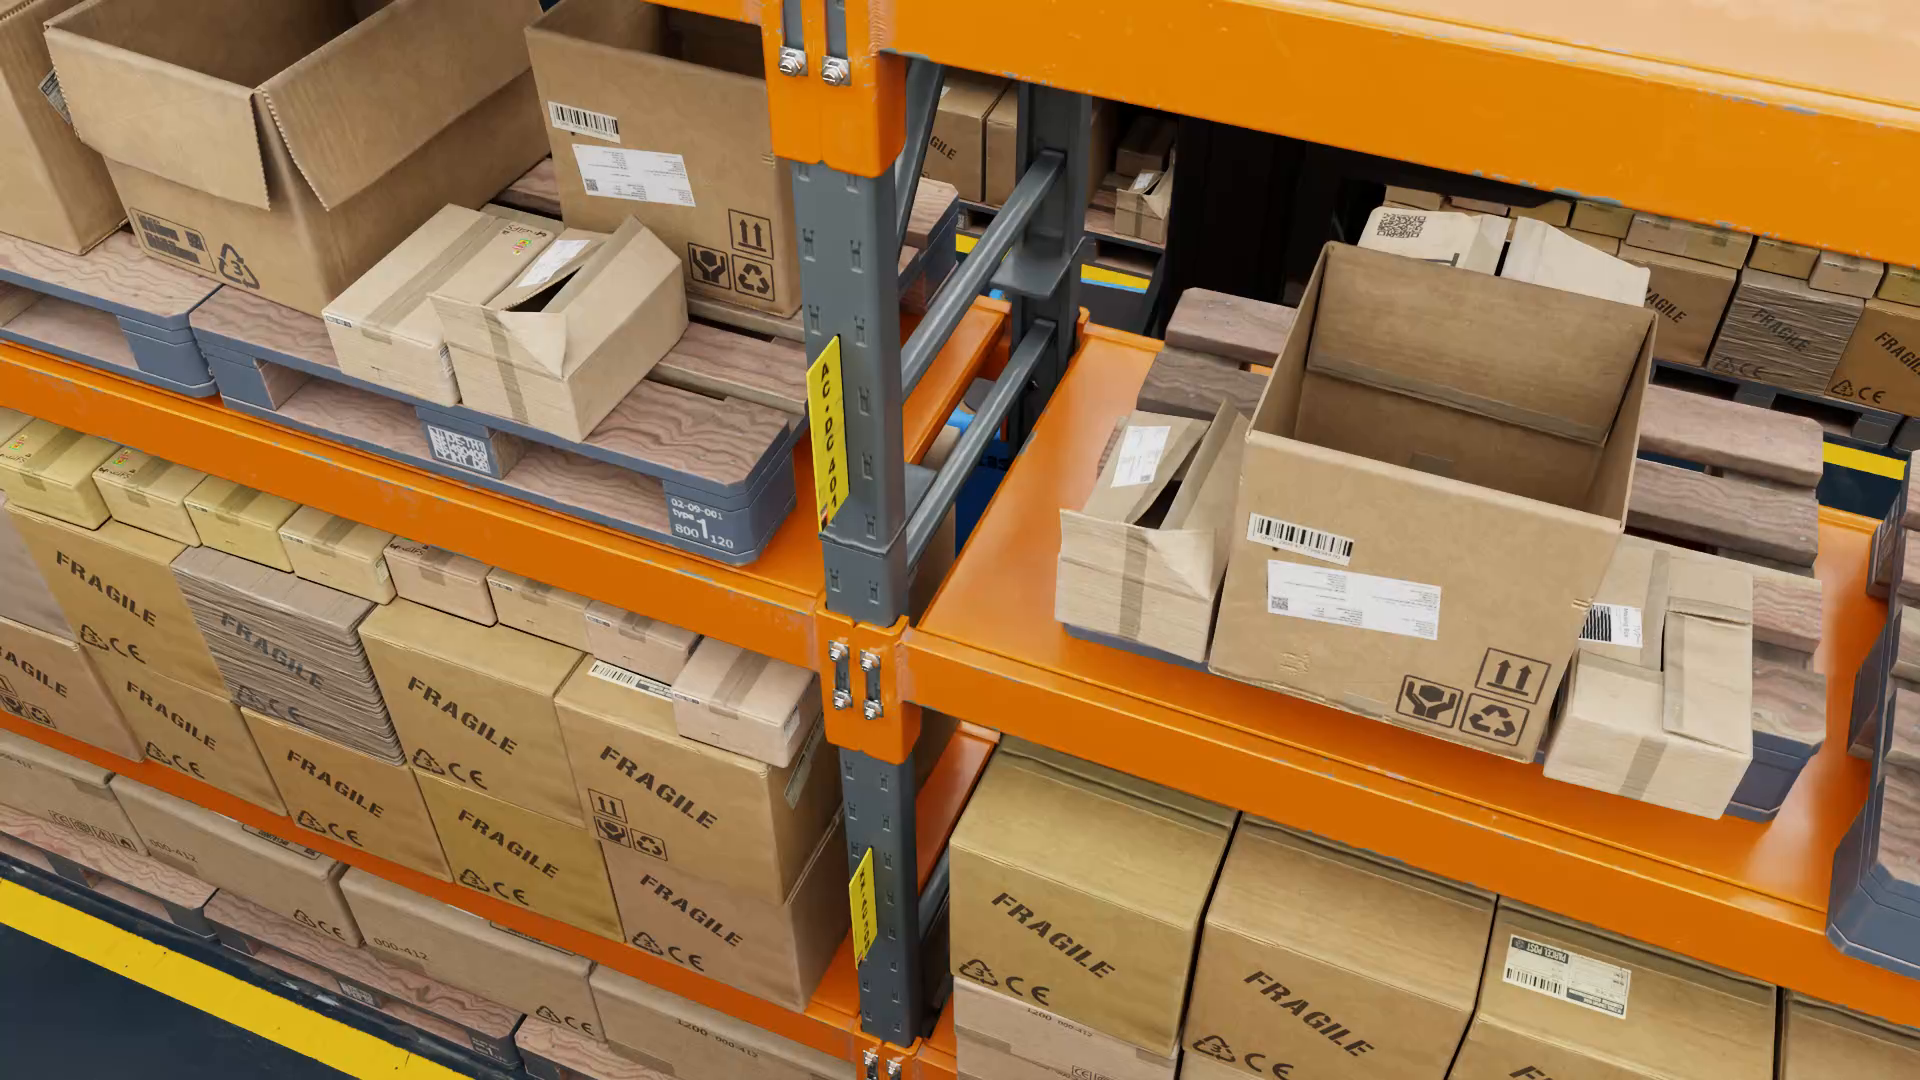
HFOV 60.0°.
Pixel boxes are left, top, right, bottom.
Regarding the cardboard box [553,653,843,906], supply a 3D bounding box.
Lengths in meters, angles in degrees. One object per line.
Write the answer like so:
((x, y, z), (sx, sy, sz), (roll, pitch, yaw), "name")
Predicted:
((-0.533, 0.416, 3.765), (0.500, 0.500, 0.500), (16, 47, 16), "cardboard box")

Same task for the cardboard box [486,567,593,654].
((-0.826, 0.041, 3.681), (0.250, 0.149, 0.380), (16, 47, 16), "cardboard box")

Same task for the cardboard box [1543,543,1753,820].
((1.042, 0.196, 2.507), (0.250, 0.166, 0.380), (13, 46, 13), "cardboard box")

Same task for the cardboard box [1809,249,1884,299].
((3.842, -1.232, 7.216), (0.250, 0.149, 0.380), (14, 47, 14), "cardboard box")

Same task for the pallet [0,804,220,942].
((-2.915, 0.822, 6.113), (1.213, 0.211, 1.003), (16, 47, 16), "pallet")

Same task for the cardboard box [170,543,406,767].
((-1.471, 0.140, 4.041), (0.500, 0.500, 0.500), (17, 47, 16), "cardboard box")

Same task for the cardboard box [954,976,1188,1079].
((0.307, 0.933, 3.777), (0.500, 0.250, 0.500), (15, 47, 15), "cardboard box")

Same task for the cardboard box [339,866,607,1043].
((-1.356, 1.030, 5.446), (0.875, 0.438, 0.875), (15, 47, 15), "cardboard box")

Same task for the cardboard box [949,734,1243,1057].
((0.304, 0.671, 3.509), (0.500, 0.500, 0.500), (17, 47, 16), "cardboard box")

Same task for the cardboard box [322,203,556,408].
((-0.948, -0.442, 3.089), (0.250, 0.149, 0.380), (17, 47, 17), "cardboard box")

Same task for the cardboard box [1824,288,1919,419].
((4.193, -0.913, 7.354), (0.500, 0.500, 0.500), (18, 48, 18), "cardboard box")

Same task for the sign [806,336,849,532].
((-0.203, -0.159, 2.573), (0.005, 0.325, 0.100), (16, 47, 16), "sign")

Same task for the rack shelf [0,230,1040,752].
((-1.837, -0.598, 3.946), (4.000, 0.370, 1.077), (16, 47, 16), "rack shelf")

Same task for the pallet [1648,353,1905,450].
((3.812, -0.963, 7.908), (1.213, 0.211, 1.003), (16, 47, 16), "pallet")

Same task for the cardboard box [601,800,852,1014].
((-0.517, 0.759, 4.129), (0.500, 0.500, 0.500), (17, 47, 16), "cardboard box")

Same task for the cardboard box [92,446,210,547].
((-1.786, -0.188, 3.911), (0.250, 0.149, 0.380), (16, 47, 16), "cardboard box")

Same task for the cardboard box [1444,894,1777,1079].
((1.247, 0.928, 3.249), (0.500, 0.500, 0.500), (15, 47, 15), "cardboard box")

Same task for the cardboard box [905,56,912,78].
((-0.473, -2.342, 8.791), (0.500, 0.500, 0.700), (18, 48, 17), "cardboard box")

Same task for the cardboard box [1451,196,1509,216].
((2.431, -1.676, 7.661), (0.250, 0.149, 0.380), (15, 47, 15), "cardboard box")

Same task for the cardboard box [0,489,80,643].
((-2.392, -0.136, 4.319), (0.500, 0.500, 0.500), (16, 47, 16), "cardboard box")

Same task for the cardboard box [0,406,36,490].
((-2.270, -0.314, 4.038), (0.250, 0.149, 0.380), (17, 47, 16), "cardboard box")

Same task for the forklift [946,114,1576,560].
((1.456, -0.755, 5.770), (3.031, 2.935, 1.130), (12, 46, 12), "forklift")

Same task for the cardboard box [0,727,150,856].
((-3.035, 0.541, 5.937), (0.875, 0.438, 0.875), (15, 47, 15), "cardboard box")

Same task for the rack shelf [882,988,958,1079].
((1.855, 1.552, 3.913), (4.000, 0.370, 1.077), (16, 47, 16), "rack shelf")

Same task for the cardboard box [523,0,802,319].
((-0.453, -0.826, 3.226), (0.500, 0.500, 0.500), (17, 47, 17), "cardboard box")

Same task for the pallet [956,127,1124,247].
((0.153, -2.007, 8.957), (1.213, 0.211, 1.003), (16, 47, 16), "pallet")

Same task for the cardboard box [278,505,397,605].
((-1.311, -0.060, 3.783), (0.250, 0.149, 0.380), (16, 47, 16), "cardboard box")

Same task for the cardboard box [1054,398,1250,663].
((0.336, -0.047, 2.680), (0.258, 0.266, 0.396), (16, 47, 15), "cardboard box")

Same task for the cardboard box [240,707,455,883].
((-1.464, 0.496, 4.393), (0.500, 0.500, 0.500), (16, 47, 15), "cardboard box")

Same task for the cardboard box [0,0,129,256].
((-1.880, -0.970, 3.371), (0.500, 0.500, 0.500), (17, 47, 17), "cardboard box")

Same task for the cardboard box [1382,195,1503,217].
((2.276, -1.463, 7.907), (0.500, 0.500, 0.500), (18, 48, 18), "cardboard box")

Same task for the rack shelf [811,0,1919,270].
((1.855, -0.433, 1.938), (4.000, 0.370, 1.077), (16, 47, 16), "rack shelf")

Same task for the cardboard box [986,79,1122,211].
((0.485, -2.060, 8.507), (0.500, 0.500, 0.700), (15, 47, 14), "cardboard box")

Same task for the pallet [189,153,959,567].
((-0.742, -0.507, 3.408), (1.213, 0.211, 1.003), (16, 47, 16), "pallet")

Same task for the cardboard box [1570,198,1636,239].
((2.930, -1.548, 7.532), (0.250, 0.149, 0.380), (16, 47, 15), "cardboard box")

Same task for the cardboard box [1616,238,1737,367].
((3.231, -1.187, 7.629), (0.500, 0.500, 0.500), (15, 47, 15), "cardboard box")

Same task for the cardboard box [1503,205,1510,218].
((2.938, -1.660, 8.105), (0.500, 0.500, 0.500), (15, 47, 14), "cardboard box")

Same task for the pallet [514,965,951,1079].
((-0.663, 1.485, 5.447), (1.213, 0.211, 1.003), (16, 47, 16), "pallet")

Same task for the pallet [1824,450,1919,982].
((2.053, 0.402, 2.566), (1.213, 0.211, 1.003), (18, 48, 18), "pallet")

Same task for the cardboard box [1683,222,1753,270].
((3.374, -1.387, 7.371), (0.250, 0.149, 0.380), (18, 48, 17), "cardboard box")

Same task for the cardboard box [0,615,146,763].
((-2.410, 0.218, 4.672), (0.500, 0.500, 0.500), (16, 47, 16), "cardboard box")

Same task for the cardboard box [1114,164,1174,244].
((0.960, -1.715, 8.327), (0.258, 0.266, 0.396), (18, 48, 17), "cardboard box")

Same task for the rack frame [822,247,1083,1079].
((0.009, 0.754, 4.205), (0.127, 3.000, 1.000), (16, 47, 16), "rack frame")

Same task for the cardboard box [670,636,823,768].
((-0.398, 0.258, 3.464), (0.250, 0.149, 0.380), (15, 47, 15), "cardboard box")
